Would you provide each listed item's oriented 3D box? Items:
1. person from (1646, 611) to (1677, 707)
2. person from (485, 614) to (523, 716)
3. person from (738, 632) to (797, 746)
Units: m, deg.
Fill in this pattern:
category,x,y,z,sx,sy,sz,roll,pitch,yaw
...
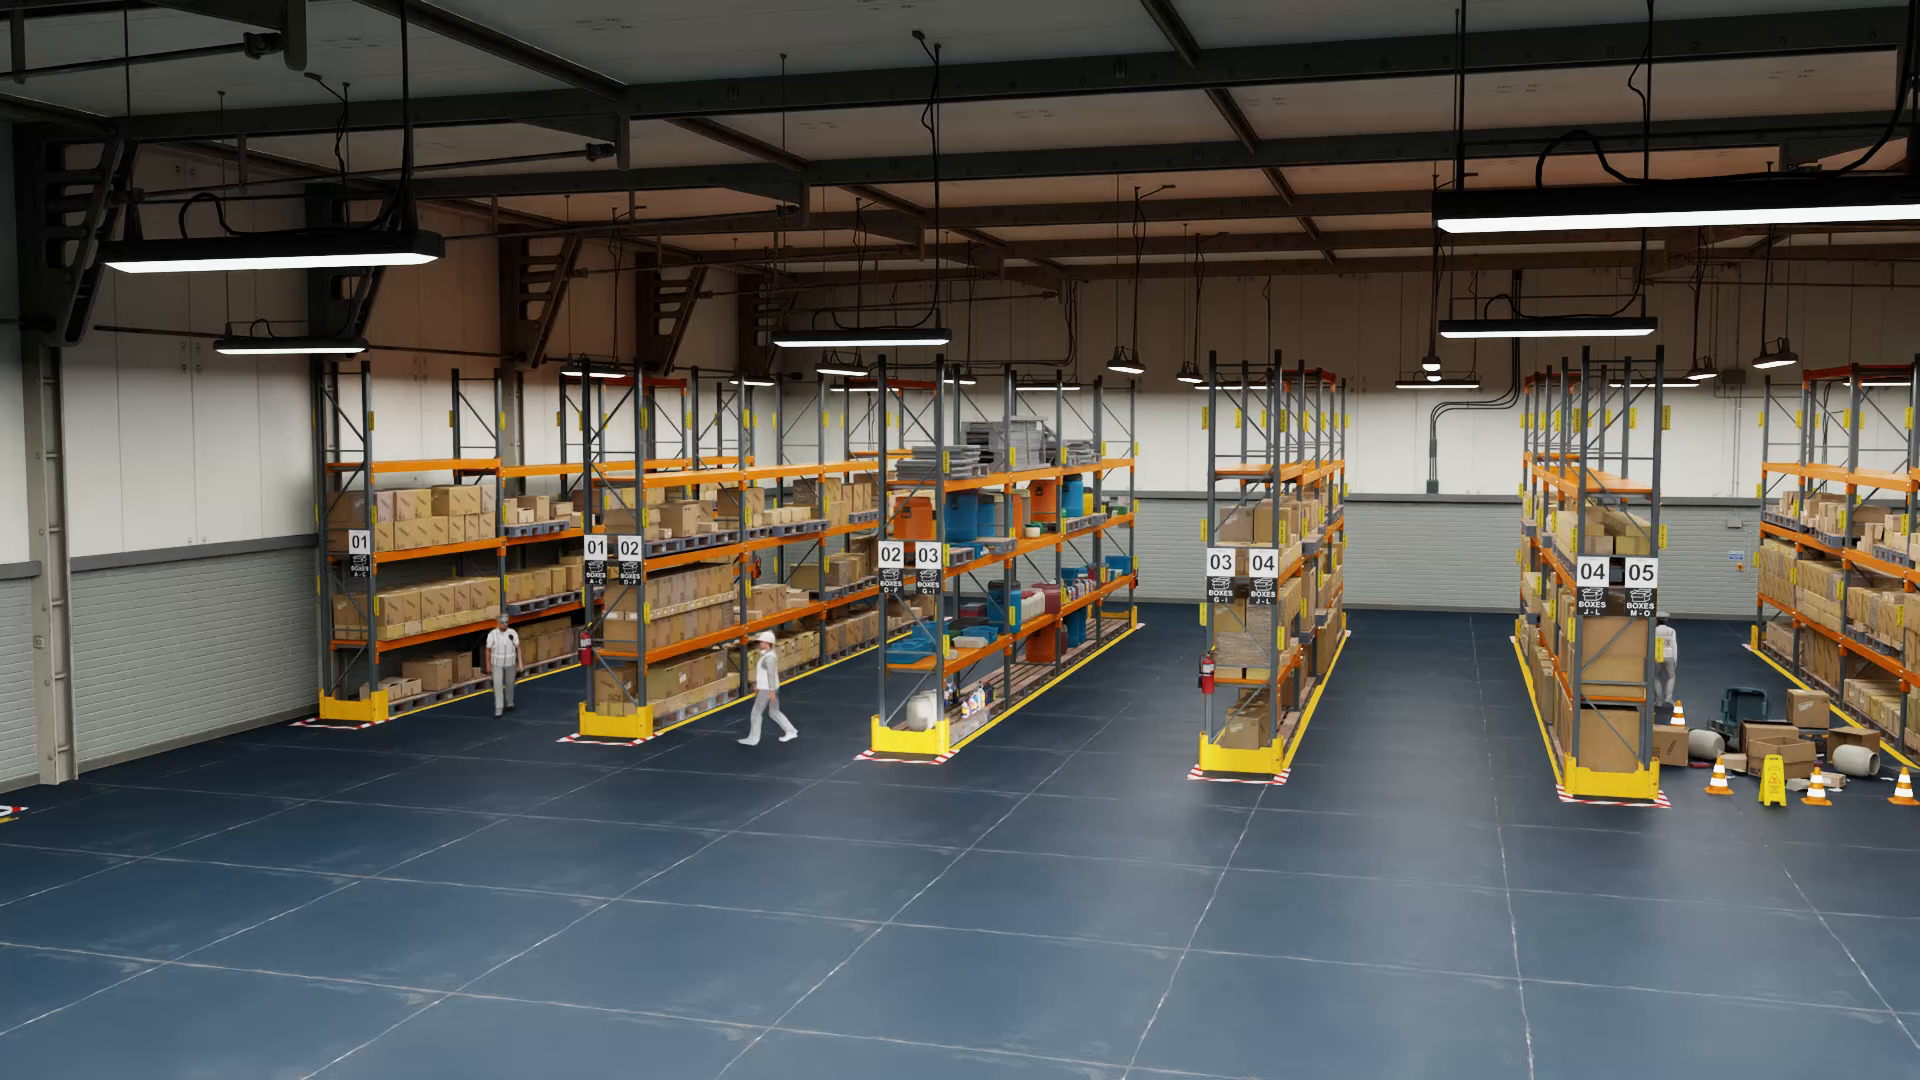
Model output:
category,x,y,z,sx,sy,sz,roll,pitch,yaw
person,12.288,2.094,29.100,0.512,1.674,0.516,1,4,15
person,-7.793,2.098,28.413,0.615,1.692,1.125,-1,4,-17
person,-2.982,2.297,25.782,0.892,1.750,0.544,0,4,-1
